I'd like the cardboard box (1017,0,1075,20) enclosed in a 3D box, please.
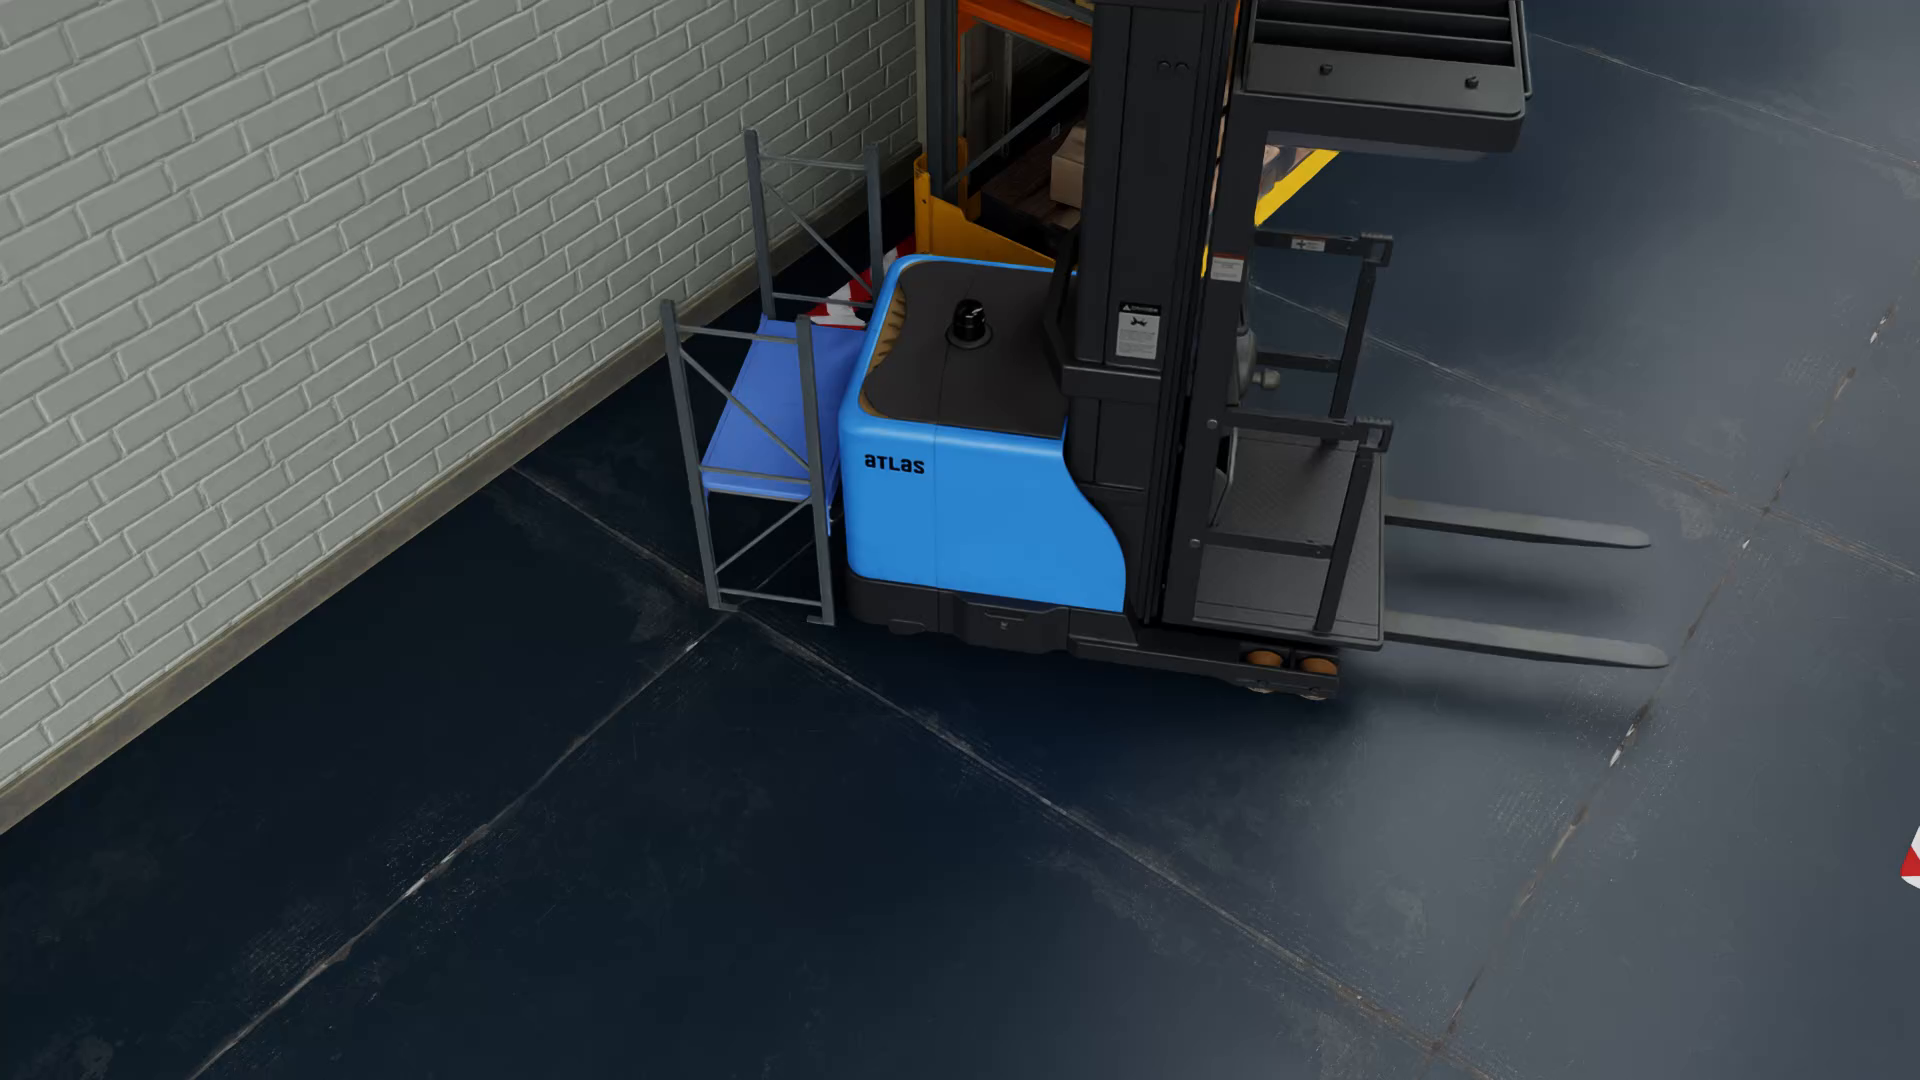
[{"bbox_3d":[0.411,-2.537,7.189,0.500,0.250,0.500,30,53,25],"label":"cardboard box"}]

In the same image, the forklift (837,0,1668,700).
[{"bbox_3d":[1.130,-0.837,5.523,3.031,2.935,1.130,7,47,7],"label":"forklift"}]

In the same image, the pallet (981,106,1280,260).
[{"bbox_3d":[0.850,-1.759,8.284,1.003,0.211,1.213,29,53,25],"label":"pallet"}]

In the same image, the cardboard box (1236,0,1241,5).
[{"bbox_3d":[1.135,-2.626,7.274,0.500,0.250,0.500,28,52,24],"label":"cardboard box"}]

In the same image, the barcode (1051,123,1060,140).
[{"bbox_3d":[0.468,-1.999,8.134,0.001,0.075,0.075,29,53,25],"label":"barcode"}]

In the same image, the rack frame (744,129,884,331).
[{"bbox_3d":[-0.545,-0.952,6.622,0.500,1.500,0.032,8,47,7],"label":"rack frame"}]

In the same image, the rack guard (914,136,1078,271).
[{"bbox_3d":[0.325,-1.409,7.750,1.175,0.500,0.348,29,53,25],"label":"rack guard"}]

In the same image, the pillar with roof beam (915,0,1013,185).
[{"bbox_3d":[3.429,-3.181,3.565,9.100,9.000,0.400,29,53,25],"label":"pillar with roof beam"}]

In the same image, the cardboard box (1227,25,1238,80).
[{"bbox_3d":[1.610,-2.598,8.581,0.700,0.500,0.500,26,52,23],"label":"cardboard box"}]

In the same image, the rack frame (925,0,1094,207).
[{"bbox_3d":[0.279,-2.229,6.805,1.000,3.000,0.127,29,53,25],"label":"rack frame"}]

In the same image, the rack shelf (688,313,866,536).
[{"bbox_3d":[-0.638,-0.466,6.406,0.538,0.185,1.000,8,47,7],"label":"rack shelf"}]

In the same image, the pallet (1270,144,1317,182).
[{"bbox_3d":[1.596,-2.454,8.948,1.003,0.211,1.213,29,53,25],"label":"pallet"}]

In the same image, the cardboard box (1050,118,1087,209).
[{"bbox_3d":[0.773,-1.808,7.958,0.500,0.311,0.500,24,51,21],"label":"cardboard box"}]

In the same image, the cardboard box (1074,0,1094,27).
[{"bbox_3d":[0.828,-2.323,6.985,0.500,0.250,0.500,28,52,24],"label":"cardboard box"}]

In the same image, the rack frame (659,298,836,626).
[{"bbox_3d":[-0.731,-0.229,5.931,0.500,1.500,0.032,8,47,7],"label":"rack frame"}]

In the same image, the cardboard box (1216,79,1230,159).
[{"bbox_3d":[1.122,-2.135,8.270,0.500,0.311,0.500,34,55,28],"label":"cardboard box"}]

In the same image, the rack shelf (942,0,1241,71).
[{"bbox_3d":[1.502,-3.125,8.158,1.077,0.370,4.000,29,53,25],"label":"rack shelf"}]

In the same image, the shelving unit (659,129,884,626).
[{"bbox_3d":[-0.638,-0.590,6.276,0.538,1.500,1.048,8,47,7],"label":"shelving unit"}]
